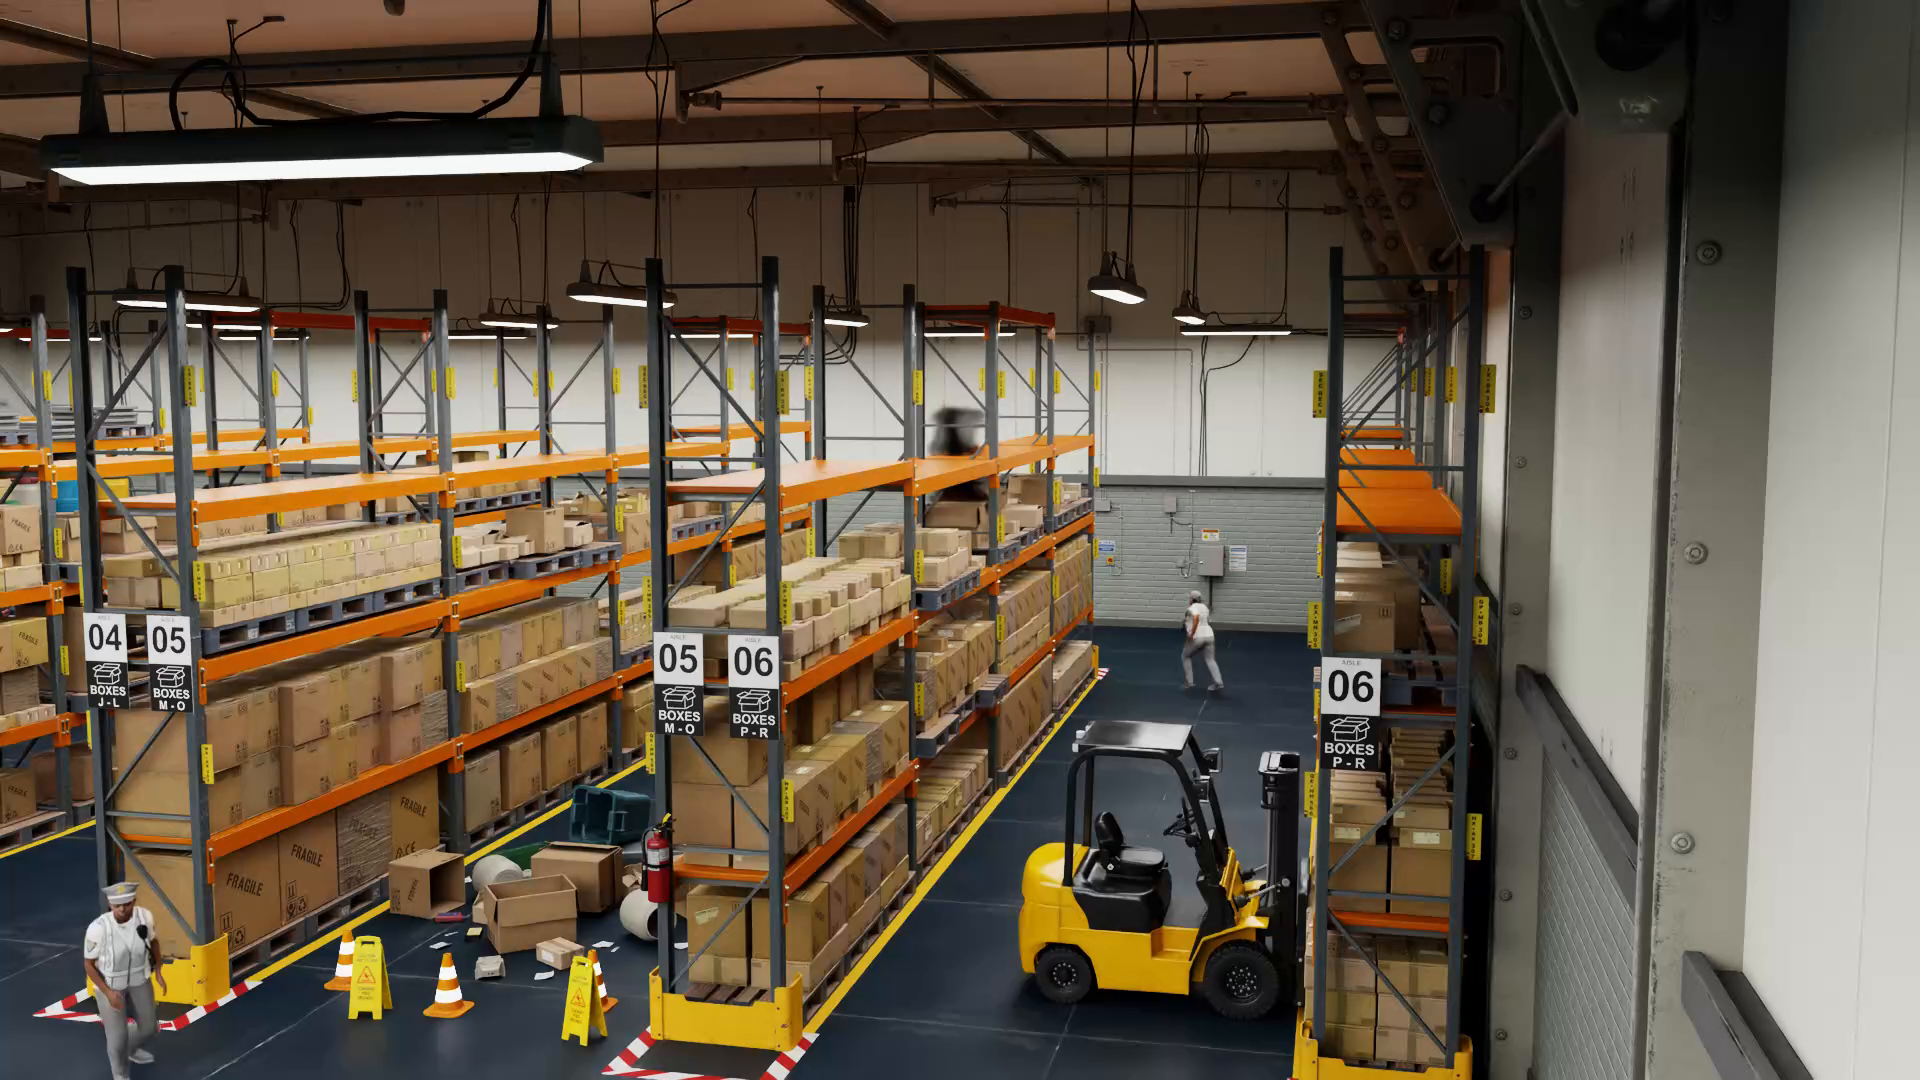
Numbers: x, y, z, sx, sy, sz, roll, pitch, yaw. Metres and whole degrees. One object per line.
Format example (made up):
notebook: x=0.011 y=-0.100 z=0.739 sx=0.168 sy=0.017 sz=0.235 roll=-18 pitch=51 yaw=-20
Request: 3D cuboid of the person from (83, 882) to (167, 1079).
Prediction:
person: x=-6.007 y=3.170 z=11.923 sx=0.694 sy=1.607 sz=0.558 roll=5 pitch=8 yaw=43

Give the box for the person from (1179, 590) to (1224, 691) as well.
person: x=3.884 y=1.650 z=26.895 sx=0.601 sy=1.642 sz=0.923 roll=-3 pitch=7 yaw=-31
